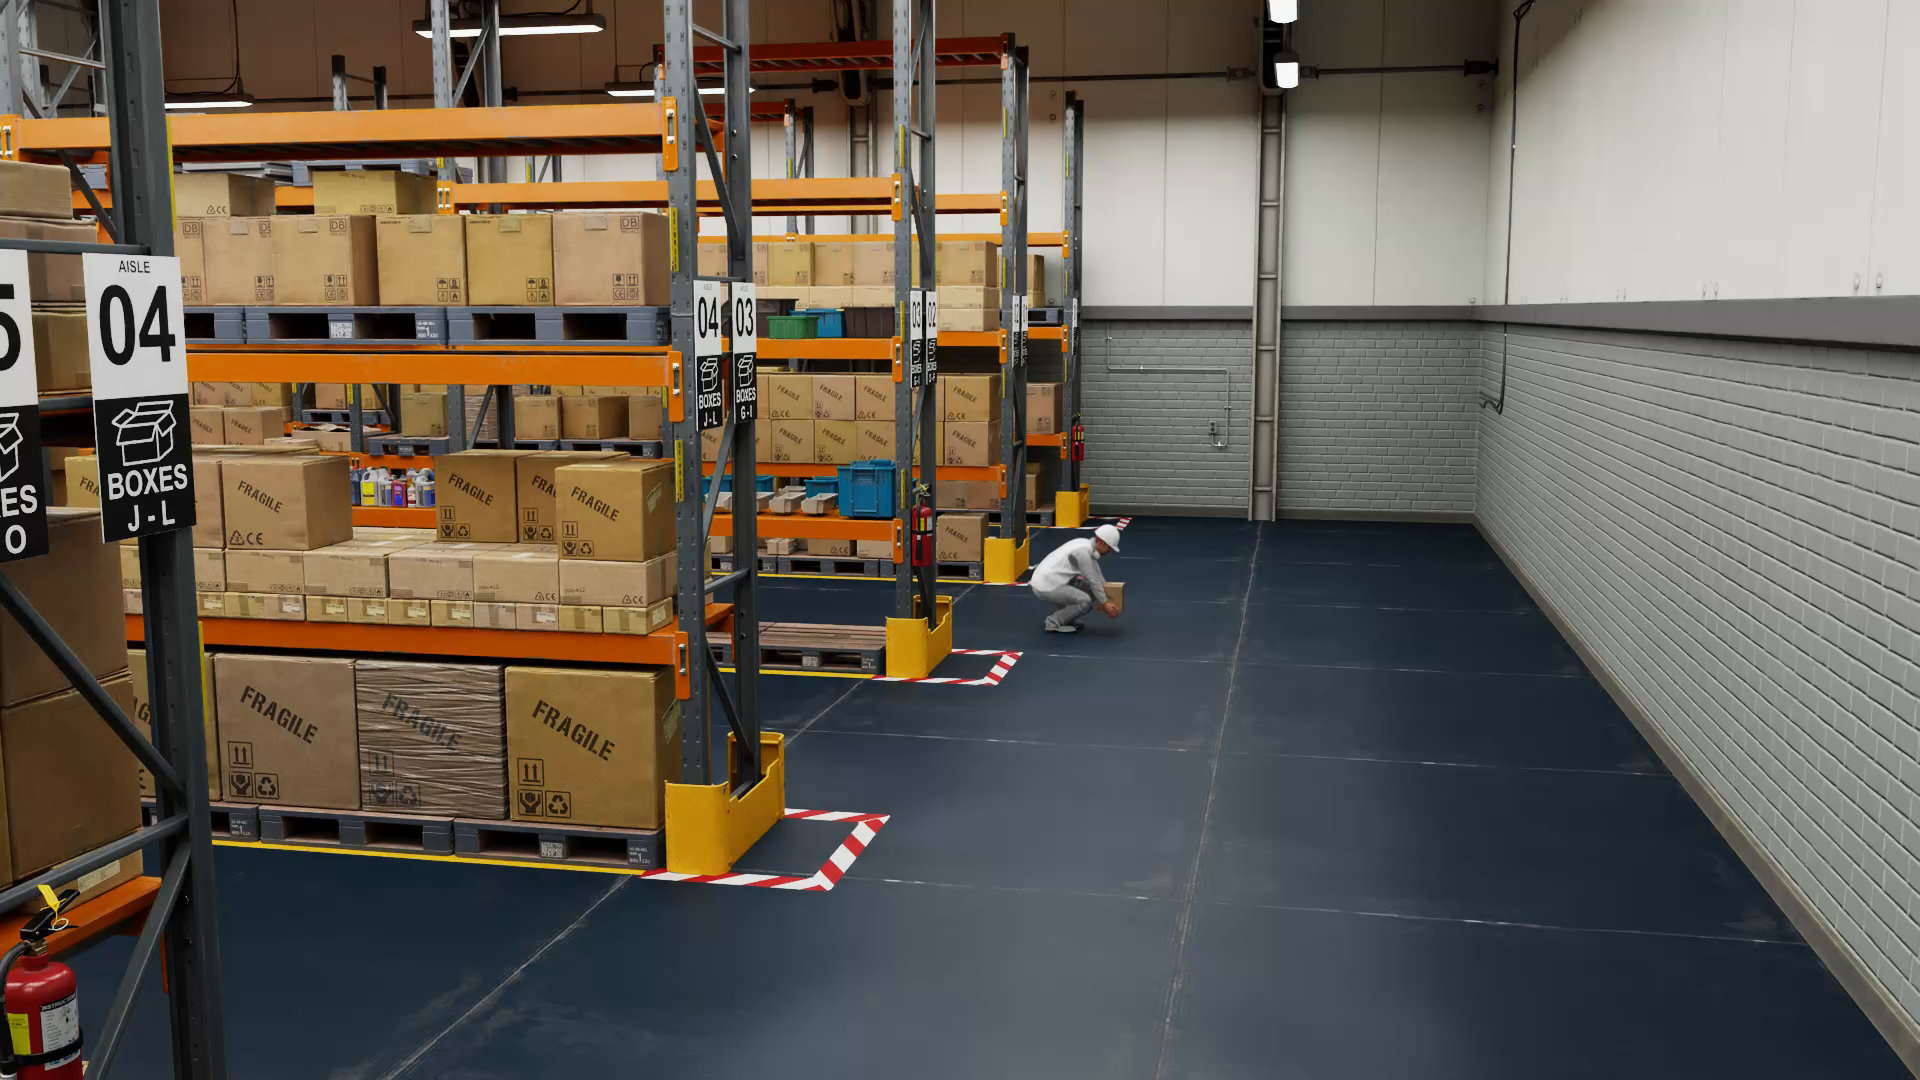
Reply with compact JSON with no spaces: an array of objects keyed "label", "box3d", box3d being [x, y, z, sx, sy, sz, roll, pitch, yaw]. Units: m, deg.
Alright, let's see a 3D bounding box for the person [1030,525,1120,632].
[{"label":"person","box3d":[1.113,0.362,15.903,0.863,1.019,0.523,1,8,10]}]
